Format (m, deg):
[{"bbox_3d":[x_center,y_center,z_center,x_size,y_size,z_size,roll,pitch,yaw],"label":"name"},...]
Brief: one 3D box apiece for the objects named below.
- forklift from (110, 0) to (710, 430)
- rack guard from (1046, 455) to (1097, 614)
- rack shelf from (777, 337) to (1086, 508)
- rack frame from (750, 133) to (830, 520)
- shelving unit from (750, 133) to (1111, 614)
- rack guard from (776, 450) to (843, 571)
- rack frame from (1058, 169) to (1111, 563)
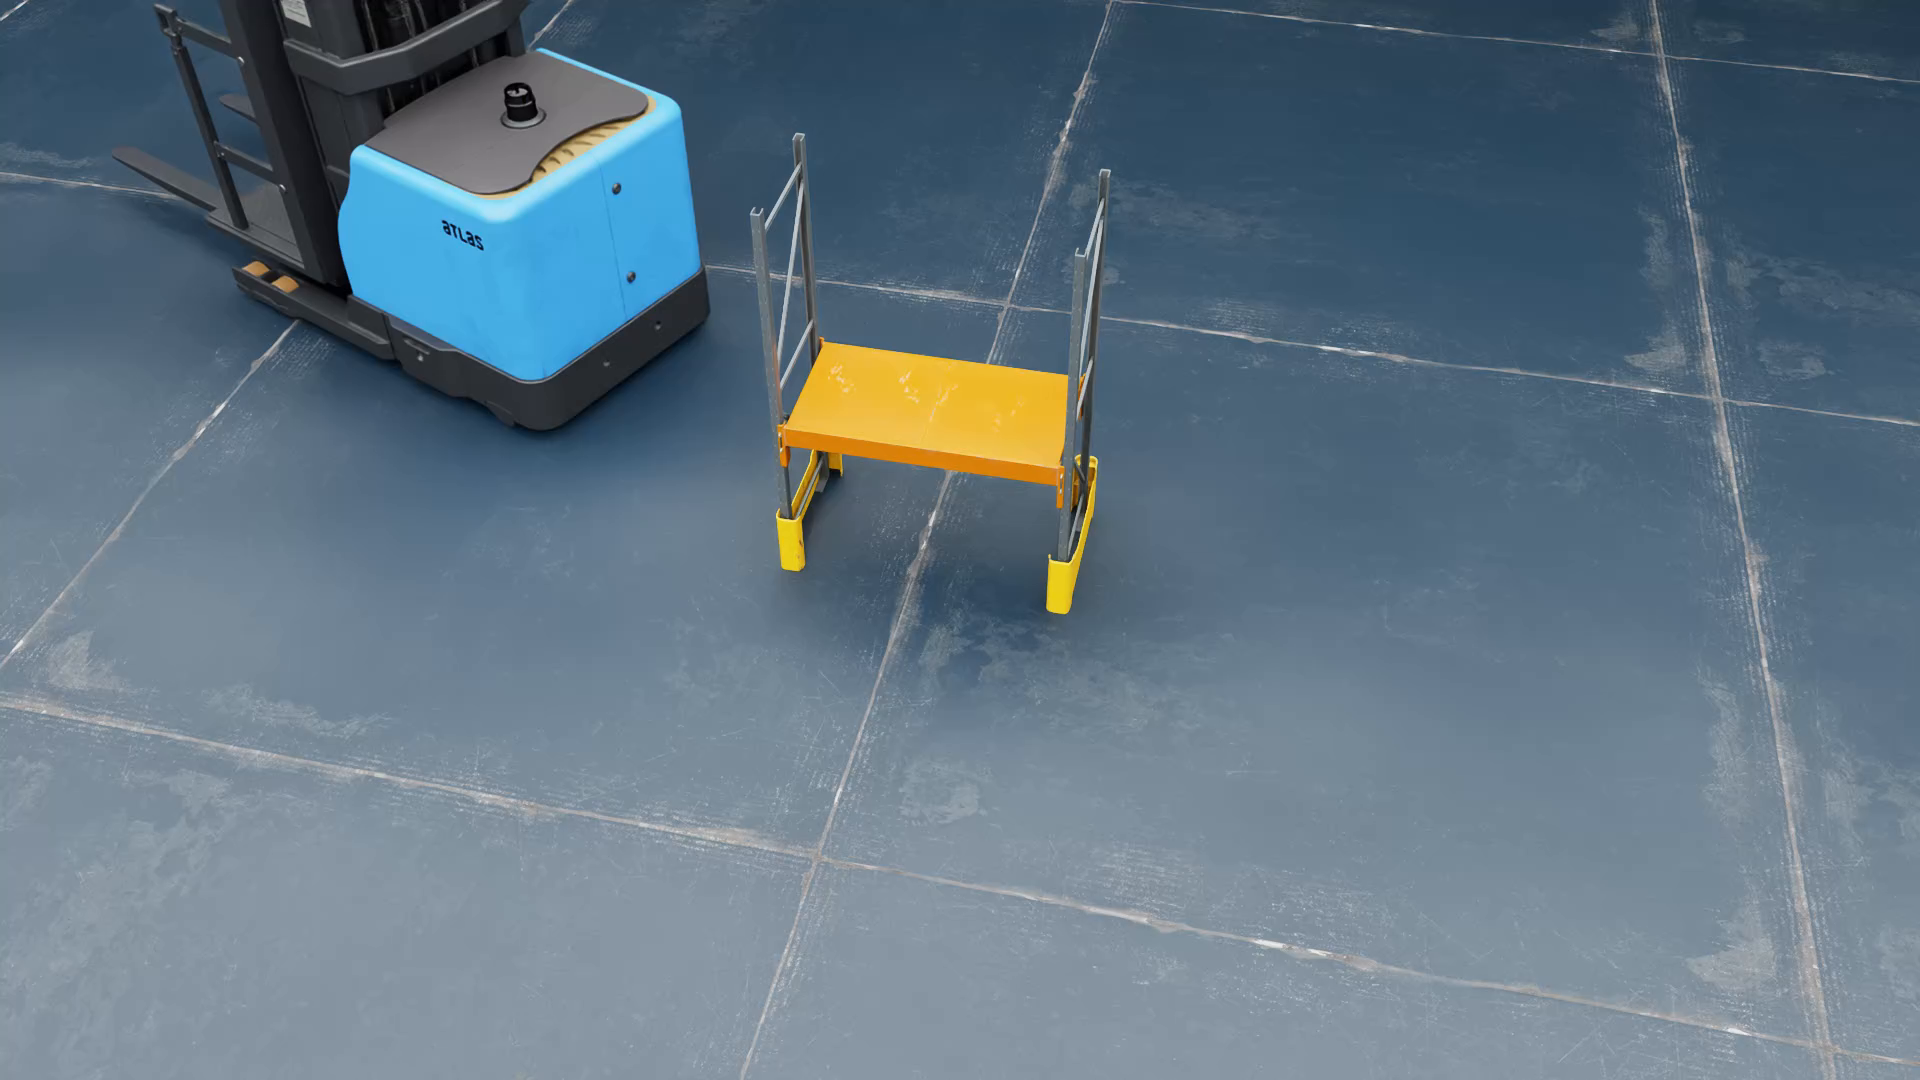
[{"bbox_3d":[-2.574,-2.311,6.538,3.031,2.935,1.130,26,50,24],"label":"forklift"},{"bbox_3d":[0.412,-0.026,6.097,0.087,0.250,0.587,9,45,9],"label":"rack guard"},{"bbox_3d":[-0.083,-0.424,5.868,1.000,0.185,0.538,9,45,9],"label":"rack shelf"},{"bbox_3d":[-0.579,-0.630,5.823,0.032,1.500,0.500,9,45,9],"label":"rack frame"},{"bbox_3d":[-0.074,-0.552,5.742,1.083,1.500,0.587,9,45,9],"label":"shelving unit"},{"bbox_3d":[-0.560,-0.177,6.254,0.087,0.250,0.587,9,45,9],"label":"rack guard"},{"bbox_3d":[0.413,-0.476,5.663,0.032,1.500,0.500,9,45,9],"label":"rack frame"}]
